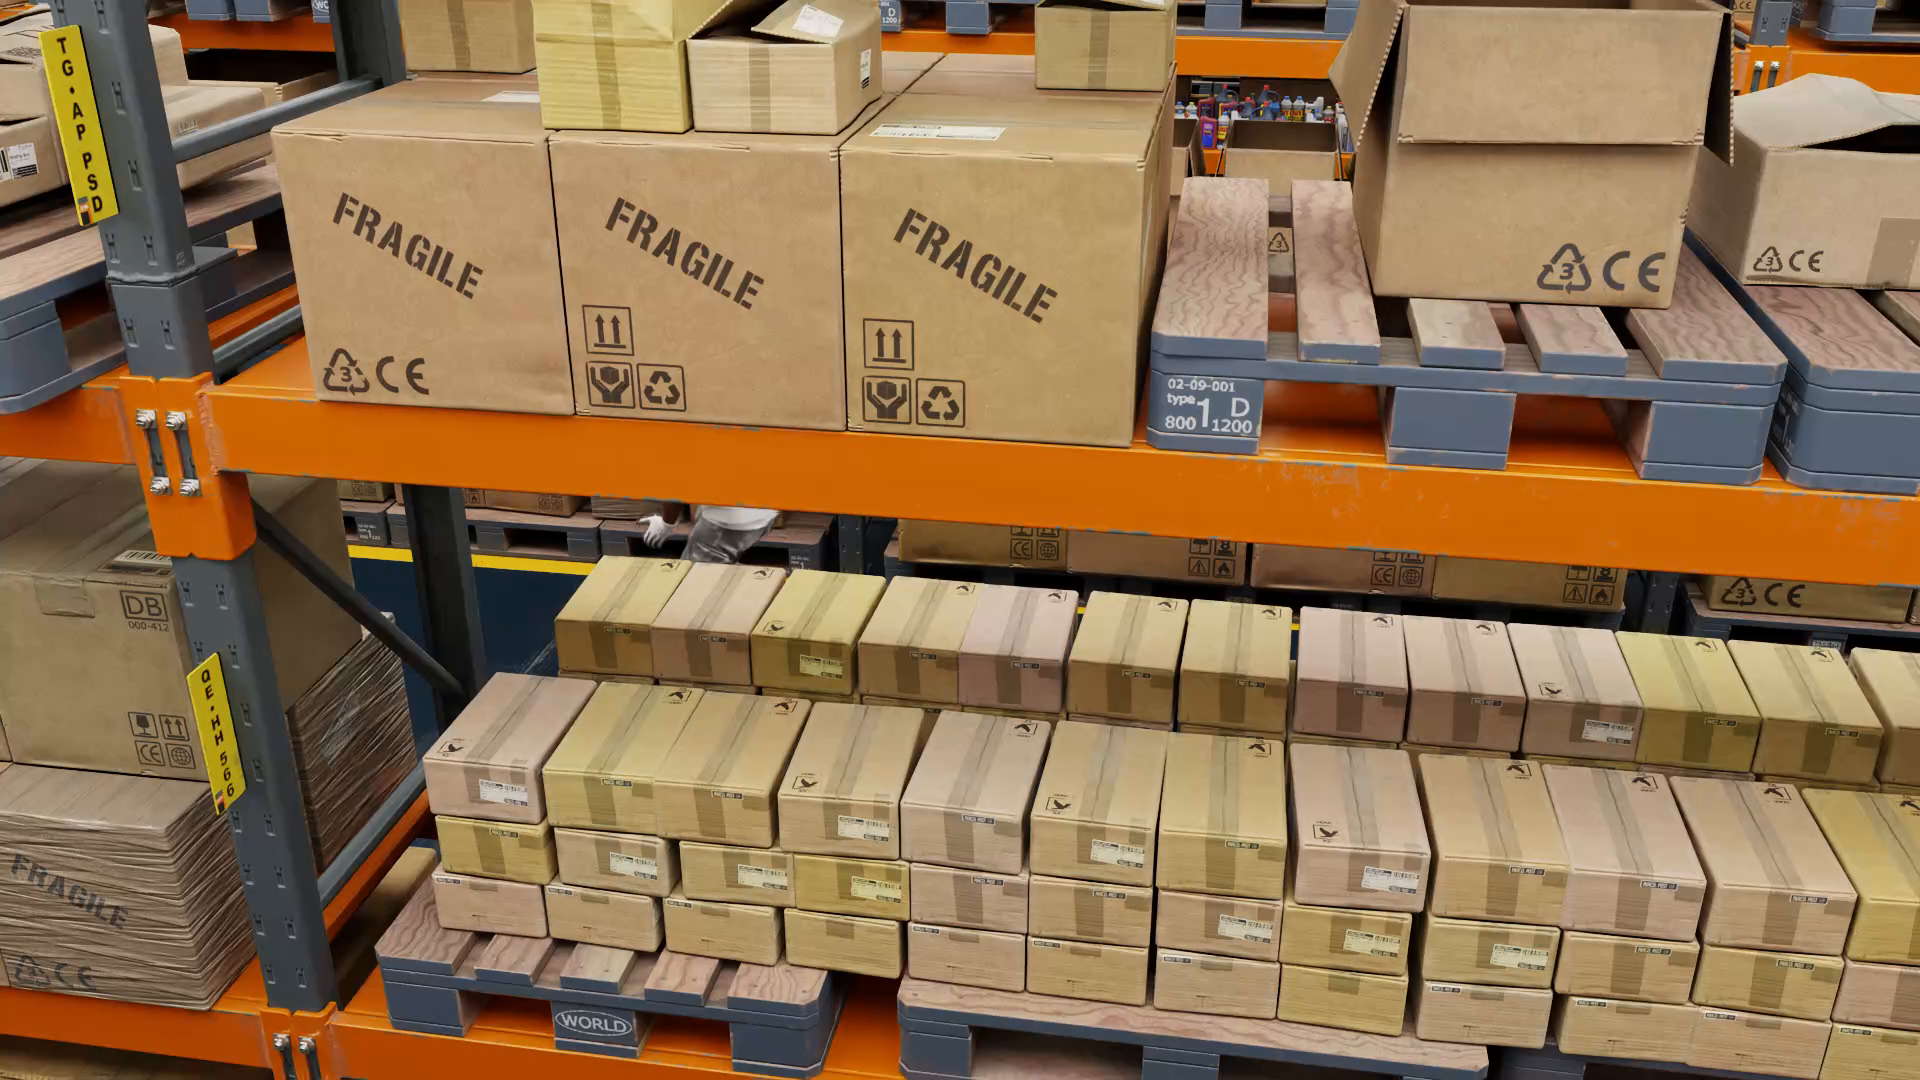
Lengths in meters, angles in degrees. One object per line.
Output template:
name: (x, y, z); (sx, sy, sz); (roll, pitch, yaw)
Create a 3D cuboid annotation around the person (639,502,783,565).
person: (-1.125, -0.133, 7.566); (0.606, 1.624, 0.598); (9, 26, 18)
